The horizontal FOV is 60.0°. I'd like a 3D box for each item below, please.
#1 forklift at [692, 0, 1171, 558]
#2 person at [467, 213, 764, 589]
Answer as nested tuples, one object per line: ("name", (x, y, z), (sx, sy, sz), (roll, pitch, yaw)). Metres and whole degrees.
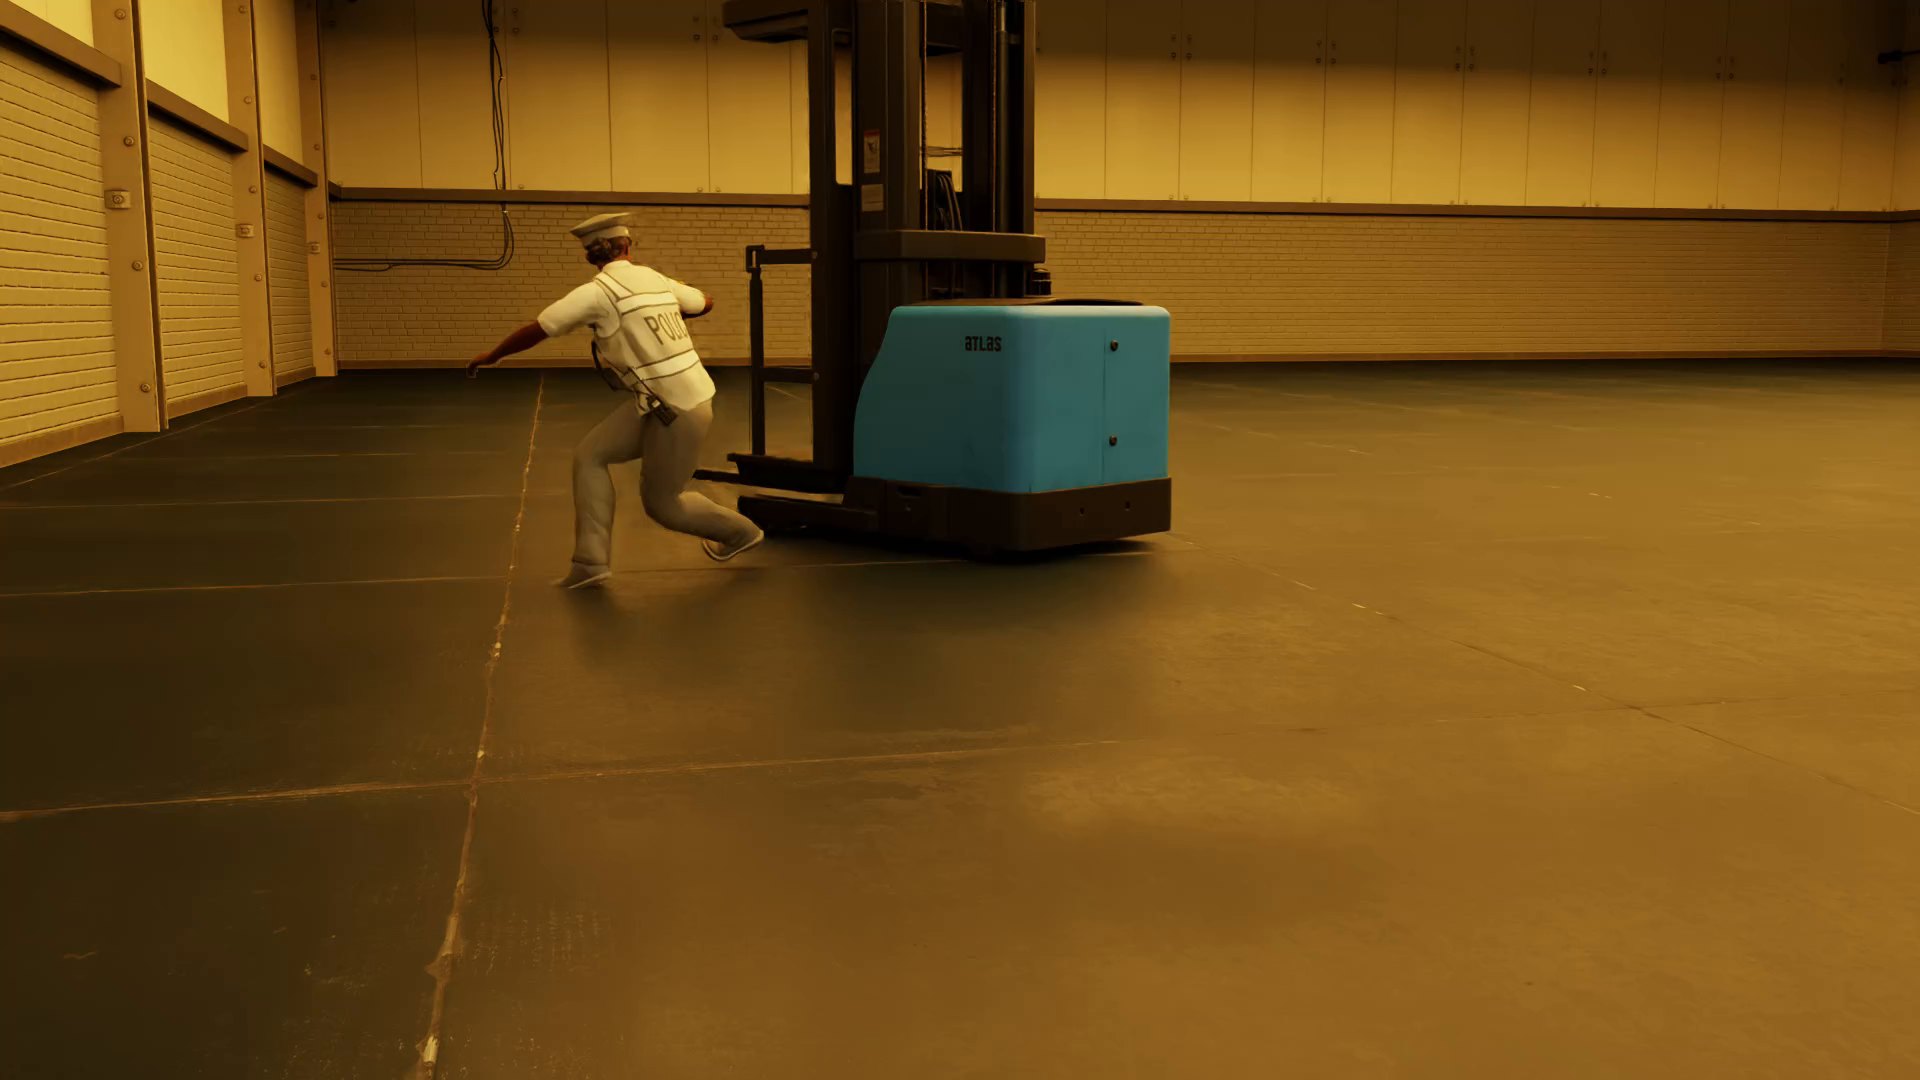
("forklift", (-0.435, -1.529, 8.058), (1.130, 2.935, 3.031), (-8, 11, -44))
("person", (-1.342, -0.536, 6.546), (1.088, 1.457, 0.827), (0, 8, 1))
